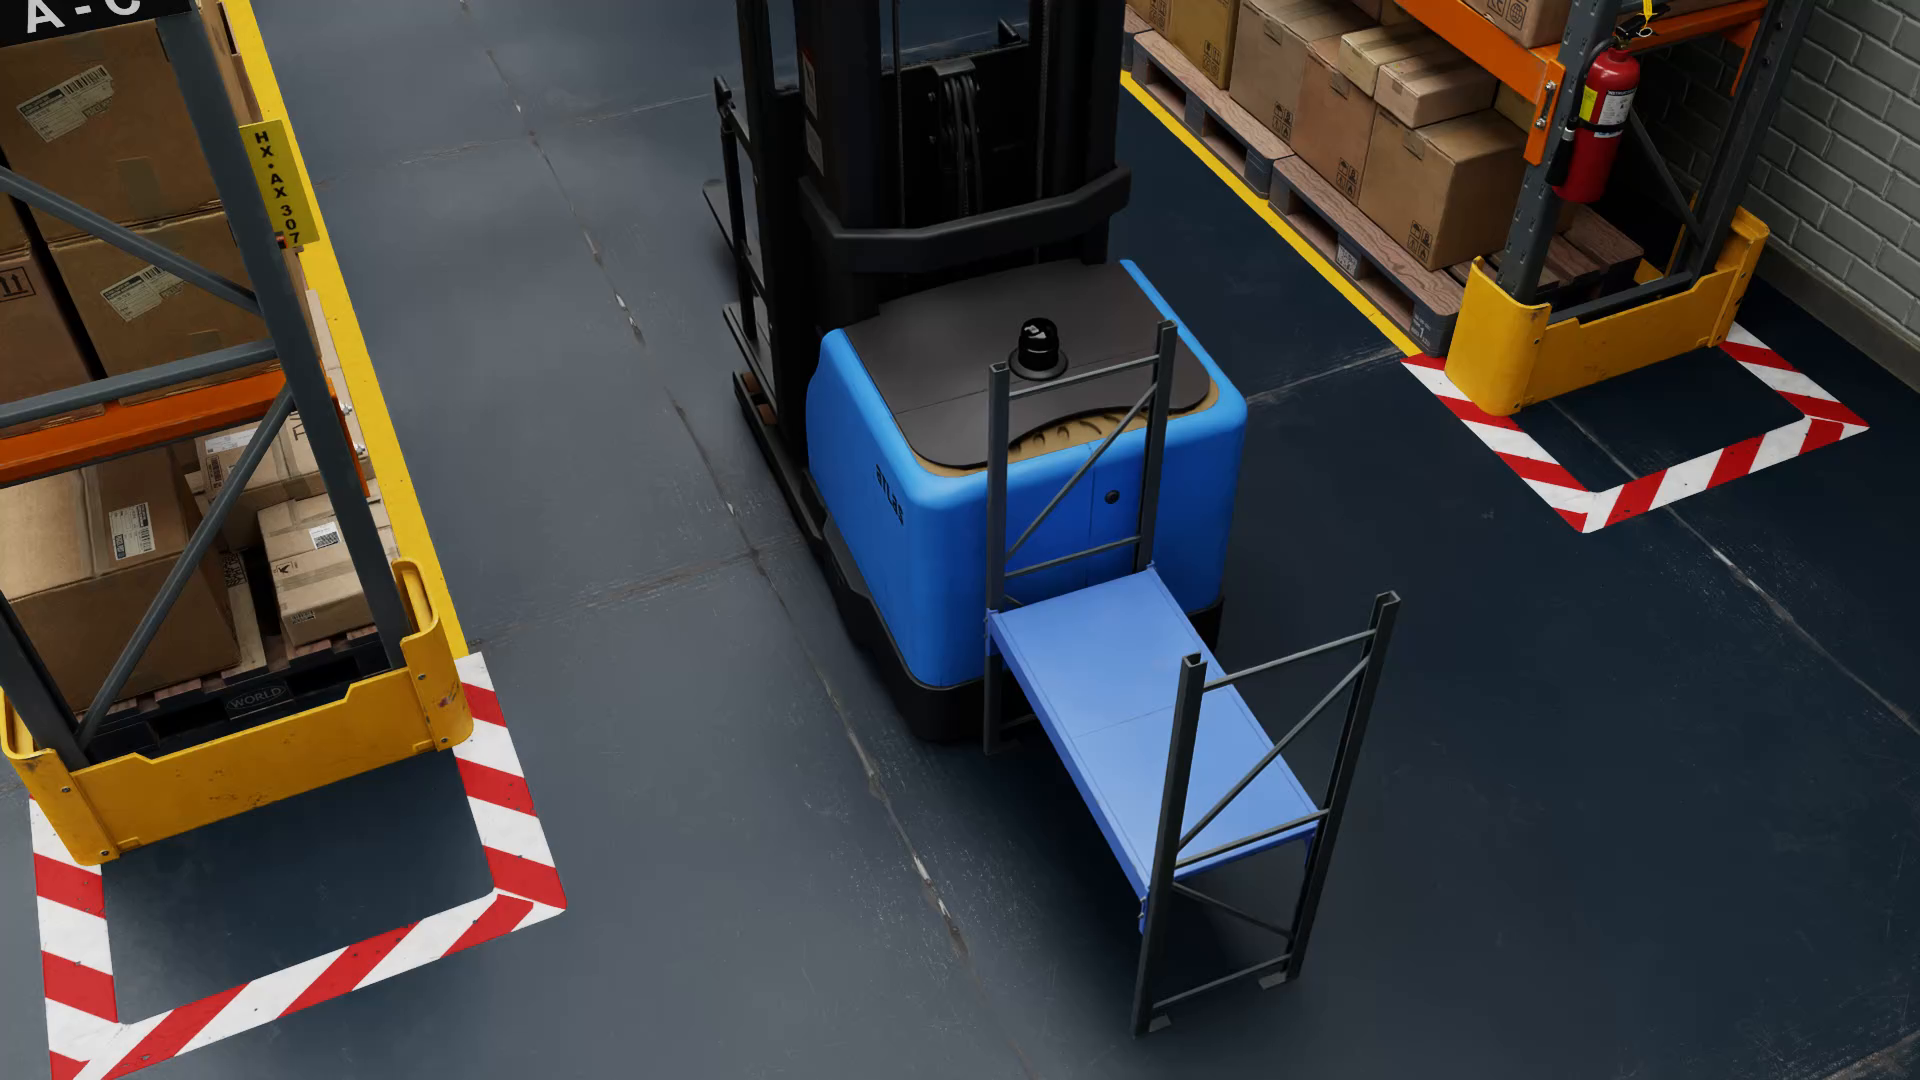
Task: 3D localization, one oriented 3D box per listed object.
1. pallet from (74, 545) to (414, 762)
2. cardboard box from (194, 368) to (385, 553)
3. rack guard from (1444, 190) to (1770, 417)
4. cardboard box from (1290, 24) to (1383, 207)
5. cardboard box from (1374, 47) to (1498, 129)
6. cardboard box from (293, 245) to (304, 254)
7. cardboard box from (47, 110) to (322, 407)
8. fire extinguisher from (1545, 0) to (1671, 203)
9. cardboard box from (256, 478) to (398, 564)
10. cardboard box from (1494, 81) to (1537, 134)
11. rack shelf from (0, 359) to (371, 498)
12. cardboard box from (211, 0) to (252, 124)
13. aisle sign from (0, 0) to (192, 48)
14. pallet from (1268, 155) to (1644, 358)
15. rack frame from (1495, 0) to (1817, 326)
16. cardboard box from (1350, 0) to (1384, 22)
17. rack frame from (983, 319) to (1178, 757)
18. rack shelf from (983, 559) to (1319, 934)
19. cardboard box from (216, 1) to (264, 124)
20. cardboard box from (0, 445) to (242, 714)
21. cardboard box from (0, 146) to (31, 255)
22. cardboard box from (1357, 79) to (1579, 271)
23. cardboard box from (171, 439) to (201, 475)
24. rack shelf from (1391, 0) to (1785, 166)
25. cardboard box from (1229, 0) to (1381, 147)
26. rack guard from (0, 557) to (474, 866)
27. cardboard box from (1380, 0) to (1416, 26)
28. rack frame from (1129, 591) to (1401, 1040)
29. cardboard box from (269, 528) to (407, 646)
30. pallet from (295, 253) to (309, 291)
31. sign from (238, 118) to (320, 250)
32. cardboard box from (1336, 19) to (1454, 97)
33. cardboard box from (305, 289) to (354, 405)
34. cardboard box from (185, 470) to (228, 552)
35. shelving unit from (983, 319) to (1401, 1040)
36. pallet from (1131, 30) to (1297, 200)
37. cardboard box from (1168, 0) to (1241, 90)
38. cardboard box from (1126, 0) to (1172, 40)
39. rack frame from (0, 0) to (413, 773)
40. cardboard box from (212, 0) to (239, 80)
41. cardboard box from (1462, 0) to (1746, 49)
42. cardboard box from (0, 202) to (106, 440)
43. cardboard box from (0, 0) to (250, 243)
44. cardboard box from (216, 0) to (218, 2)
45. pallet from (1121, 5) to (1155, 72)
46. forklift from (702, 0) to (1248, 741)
[{"bbox_3d":[-2.426,0.091,5.507,1.003,0.211,1.213,-18,47,-17],"label":"pallet"},{"bbox_3d":[-2.239,-0.272,5.534,0.500,0.250,0.500,-18,47,-17],"label":"cardboard box"},{"bbox_3d":[2.446,-0.905,6.312,1.175,0.500,0.348,-18,47,-17],"label":"rack guard"},{"bbox_3d":[1.840,-1.806,6.925,0.700,0.500,0.500,-18,47,-18],"label":"cardboard box"},{"bbox_3d":[1.831,-1.746,6.402,0.380,0.149,0.250,-19,48,-18],"label":"cardboard box"},{"bbox_3d":[-2.927,-1.336,6.570,0.500,0.311,0.500,-18,47,-17],"label":"cardboard box"},{"bbox_3d":[-2.005,-0.741,4.295,0.500,0.500,0.500,-17,47,-17],"label":"cardboard box"},{"bbox_3d":[2.080,-1.418,5.372,0.296,0.674,0.183,-18,47,-17],"label":"fire extinguisher"},{"bbox_3d":[-2.027,-0.021,5.340,0.380,0.166,0.250,-18,47,-17],"label":"cardboard box"},{"bbox_3d":[2.284,-1.697,6.353,0.380,0.149,0.250,-18,47,-17],"label":"cardboard box"},{"bbox_3d":[-2.898,-1.364,5.509,1.077,0.370,4.000,-18,47,-17],"label":"rack shelf"},{"bbox_3d":[-2.435,-1.389,4.951,0.500,0.500,0.500,-18,47,-18],"label":"cardboard box"},{"bbox_3d":[-1.762,-1.314,3.095,0.394,0.787,0.004,-18,47,-17],"label":"aisle sign"},{"bbox_3d":[2.028,-1.304,6.922,1.003,0.211,1.213,-18,47,-17],"label":"pallet"},{"bbox_3d":[2.435,-1.810,5.449,1.000,3.000,0.127,-18,47,-17],"label":"rack frame"},{"bbox_3d":[1.858,-2.341,7.006,0.380,0.149,0.250,-17,47,-17],"label":"cardboard box"},{"bbox_3d":[0.308,0.053,4.629,0.500,1.500,0.032,-16,47,-15],"label":"rack frame"},{"bbox_3d":[0.498,0.512,4.419,0.538,0.185,1.000,-16,47,-15],"label":"rack shelf"},{"bbox_3d":[-3.242,-1.882,6.988,0.500,0.500,0.500,-18,47,-17],"label":"cardboard box"},{"bbox_3d":[-2.510,0.114,4.965,0.500,0.500,0.500,-18,47,-17],"label":"cardboard box"},{"bbox_3d":[-2.494,-0.939,3.783,0.500,0.500,0.500,-18,48,-18],"label":"cardboard box"},{"bbox_3d":[2.050,-1.487,6.602,0.700,0.500,0.500,-18,47,-17],"label":"cardboard box"},{"bbox_3d":[-2.882,-0.411,5.675,0.500,0.250,0.500,-18,47,-17],"label":"cardboard box"},{"bbox_3d":[1.594,-2.829,6.994,1.077,0.370,4.000,-18,47,-17],"label":"rack shelf"},{"bbox_3d":[1.628,-2.126,7.250,0.700,0.500,0.500,-19,48,-19],"label":"cardboard box"},{"bbox_3d":[-2.089,0.496,4.891,1.175,0.500,0.348,-18,47,-17],"label":"rack guard"},{"bbox_3d":[1.966,-2.179,6.842,0.380,0.149,0.250,-18,47,-17],"label":"cardboard box"},{"bbox_3d":[0.688,0.715,3.957,0.500,1.500,0.032,-16,47,-15],"label":"rack frame"},{"bbox_3d":[-1.922,0.145,5.184,0.380,0.149,0.250,-18,47,-17],"label":"cardboard box"},{"bbox_3d":[-2.935,-0.685,6.294,1.003,0.211,1.213,-18,47,-17],"label":"pallet"},{"bbox_3d":[-1.565,-0.814,3.823,0.100,0.325,0.005,-18,47,-17],"label":"sign"},{"bbox_3d":[1.723,-1.908,6.567,0.380,0.149,0.250,-17,47,-16],"label":"cardboard box"},{"bbox_3d":[-2.449,-0.591,5.857,0.500,0.250,0.500,-18,47,-17],"label":"cardboard box"},{"bbox_3d":[-2.598,-0.052,5.371,0.380,0.166,0.250,-18,47,-17],"label":"cardboard box"},{"bbox_3d":[0.498,0.384,4.293,0.538,1.500,1.048,-16,47,-15],"label":"shelving unit"},{"bbox_3d":[1.519,-2.081,7.708,1.003,0.211,1.213,-18,47,-17],"label":"pallet"},{"bbox_3d":[1.397,-2.463,7.592,0.700,0.500,0.500,-17,47,-16],"label":"cardboard box"},{"bbox_3d":[1.183,-2.791,7.924,0.700,0.500,0.500,-18,48,-18],"label":"cardboard box"},{"bbox_3d":[-2.057,-0.345,3.964,1.000,3.000,0.127,-18,47,-17],"label":"rack frame"},{"bbox_3d":[-2.644,-1.708,5.274,0.500,0.500,0.500,-17,47,-17],"label":"cardboard box"},{"bbox_3d":[2.212,-2.239,5.670,0.980,0.700,0.700,-16,47,-16],"label":"cardboard box"},{"bbox_3d":[-2.493,-0.586,4.137,0.500,0.500,0.500,-17,47,-16],"label":"cardboard box"},{"bbox_3d":[-2.005,-1.097,3.943,0.500,0.500,0.500,-17,47,-16],"label":"cardboard box"},{"bbox_3d":[-3.722,-2.541,7.656,0.500,0.500,0.500,-20,48,-19],"label":"cardboard box"},{"bbox_3d":[1.002,-2.859,8.497,1.003,0.211,1.213,-18,47,-17],"label":"pallet"},{"bbox_3d":[-0.197,-1.484,5.167,1.130,2.935,3.031,-16,47,-15],"label":"forklift"}]
